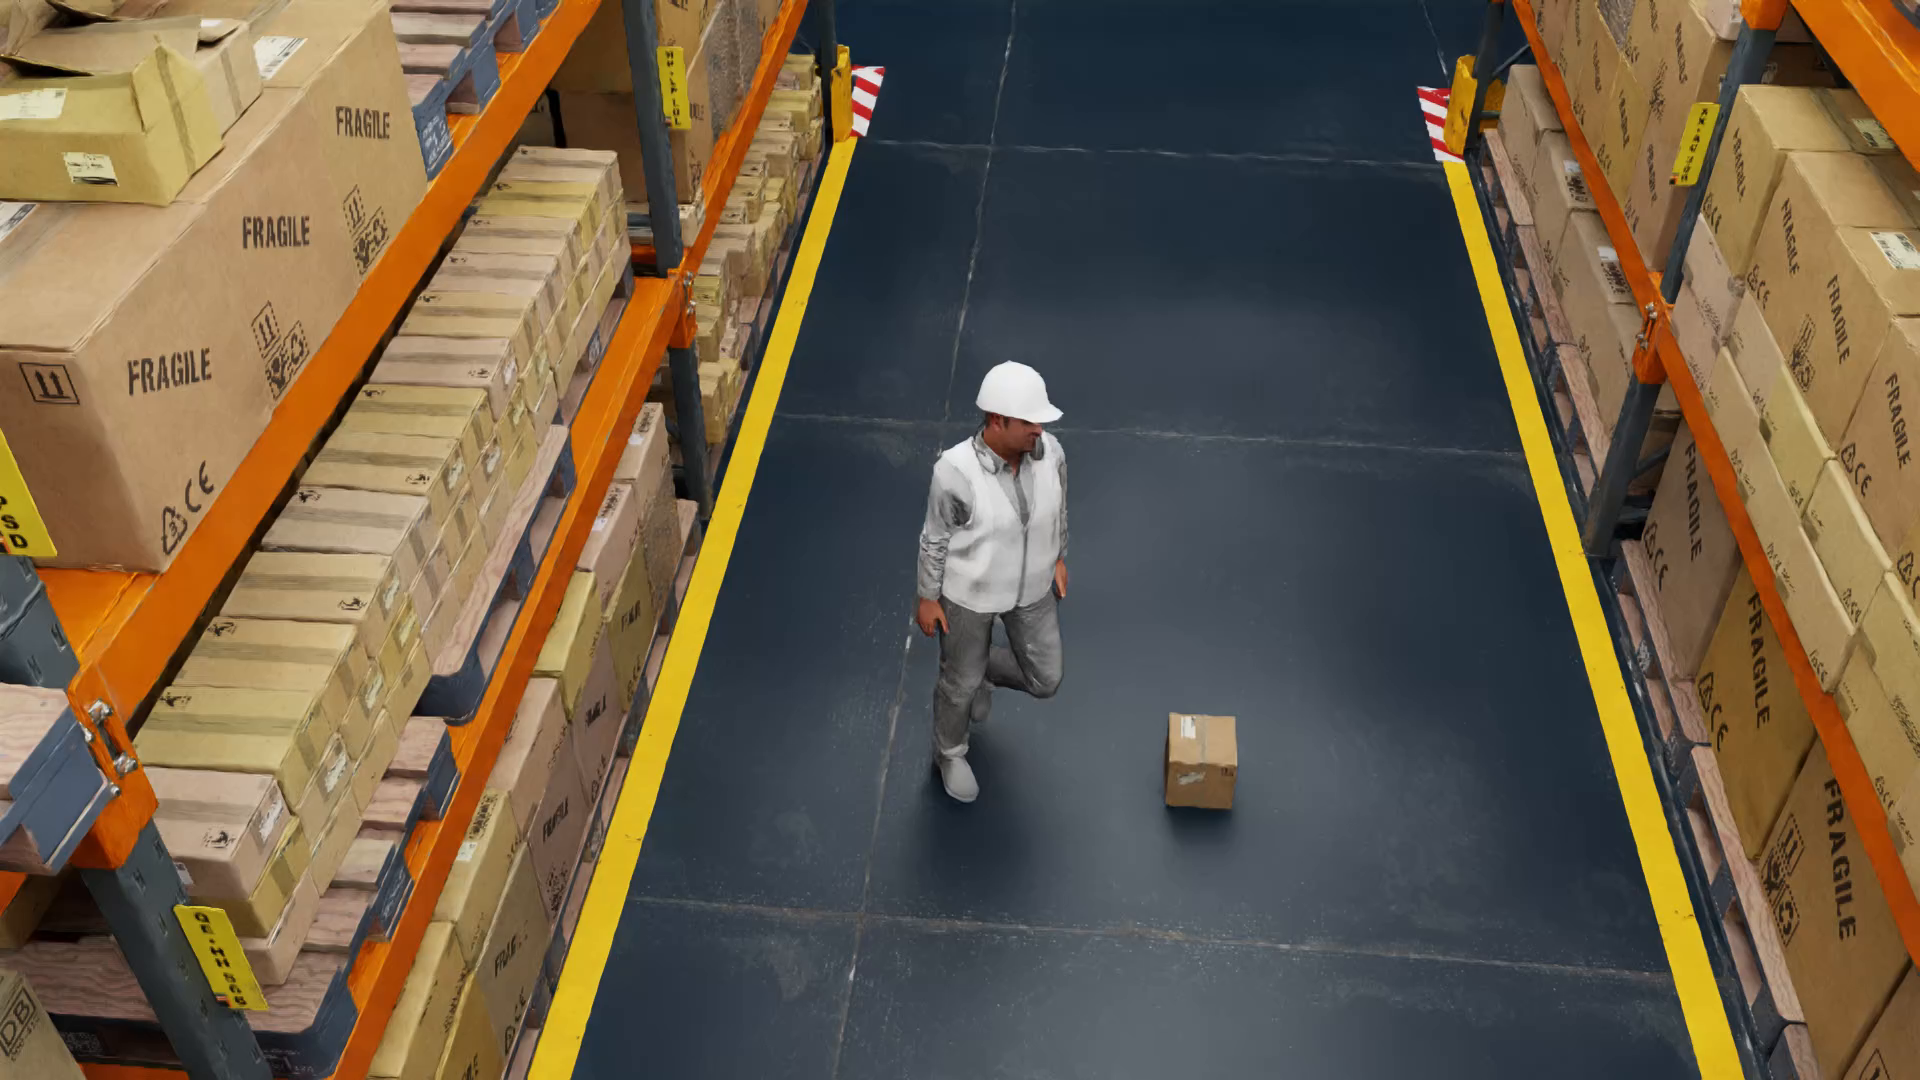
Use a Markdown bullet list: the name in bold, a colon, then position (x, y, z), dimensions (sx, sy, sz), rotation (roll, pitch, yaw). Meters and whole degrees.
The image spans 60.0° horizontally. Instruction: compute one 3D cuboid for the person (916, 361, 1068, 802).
- **person**: position (0.120, 0.134, 5.952), dimensions (0.603, 1.758, 0.510), rotation (-18, 43, -21)
